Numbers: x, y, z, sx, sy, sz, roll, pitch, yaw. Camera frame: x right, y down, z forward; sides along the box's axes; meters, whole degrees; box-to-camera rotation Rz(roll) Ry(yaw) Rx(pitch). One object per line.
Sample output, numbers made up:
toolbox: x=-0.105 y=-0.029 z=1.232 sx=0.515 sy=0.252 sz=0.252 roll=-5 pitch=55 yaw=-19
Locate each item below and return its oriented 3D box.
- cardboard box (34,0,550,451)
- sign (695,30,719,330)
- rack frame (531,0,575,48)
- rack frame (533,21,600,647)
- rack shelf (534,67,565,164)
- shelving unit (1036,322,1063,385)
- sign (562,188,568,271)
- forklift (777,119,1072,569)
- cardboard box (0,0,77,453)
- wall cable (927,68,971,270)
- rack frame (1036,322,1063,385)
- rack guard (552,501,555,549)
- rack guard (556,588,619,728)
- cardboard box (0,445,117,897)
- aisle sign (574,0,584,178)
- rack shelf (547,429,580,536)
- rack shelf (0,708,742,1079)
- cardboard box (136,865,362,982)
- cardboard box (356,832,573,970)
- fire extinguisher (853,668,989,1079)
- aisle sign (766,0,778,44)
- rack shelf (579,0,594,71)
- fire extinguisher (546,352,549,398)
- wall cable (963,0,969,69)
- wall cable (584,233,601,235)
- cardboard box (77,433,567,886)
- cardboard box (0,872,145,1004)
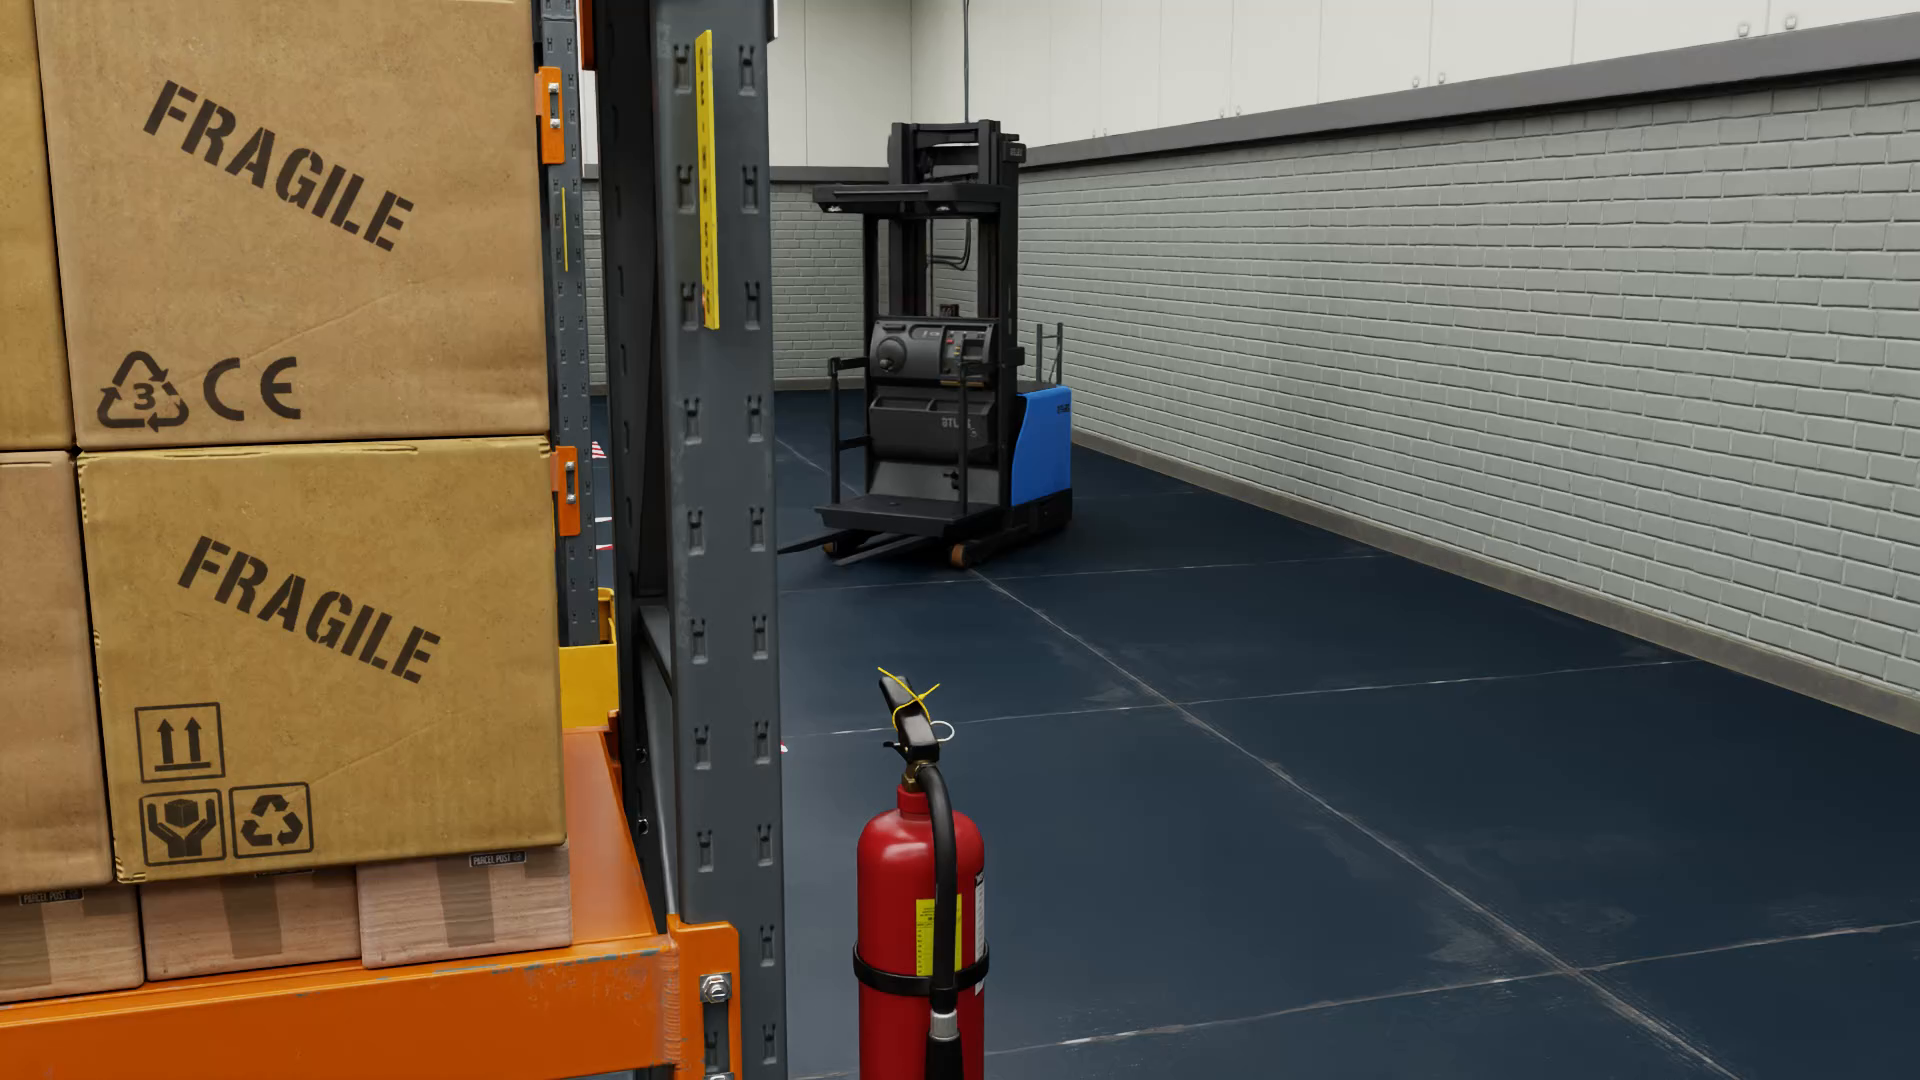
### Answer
cardboard box: x=-0.793 y=-0.398 z=2.062 sx=0.500 sy=0.500 sz=0.500 roll=-3 pitch=11 yaw=-17
sign: x=-0.287 y=-0.404 z=1.887 sx=0.005 sy=0.325 sz=0.100 roll=-3 pitch=11 yaw=-16
rack frame: x=-1.712 y=-3.595 z=6.718 sx=0.127 sy=3.000 sz=1.000 roll=-3 pitch=11 yaw=-16
rack frame: x=-1.712 y=-0.644 z=7.261 sx=0.127 sy=3.000 sz=1.000 roll=-3 pitch=11 yaw=-16
rack shelf: x=-3.632 y=-1.664 z=6.505 sx=4.000 sy=0.370 sz=1.077 roll=-3 pitch=11 yaw=-16
shelving unit: x=0.219 y=-0.965 z=13.112 sx=1.048 sy=1.500 sz=0.538 roll=4 pitch=10 yaw=23
sign: x=-1.574 y=-1.235 z=6.618 sx=0.005 sy=0.325 sz=0.100 roll=-3 pitch=11 yaw=-16
forklift: x=-0.294 y=-1.341 z=11.238 sx=1.130 sy=2.935 sz=3.031 roll=5 pitch=12 yaw=27
cardboard box: x=-1.279 y=-0.372 z=1.923 sx=0.500 sy=0.500 sz=0.500 roll=-3 pitch=11 yaw=-18
wall cable: x=-0.335 y=-4.875 z=22.248 sx=0.112 sy=2.526 sz=3.097 roll=-3 pitch=11 yaw=-16
rack frame: x=0.687 y=-0.929 z=12.916 sx=0.032 sy=1.500 sz=0.500 roll=4 pitch=10 yaw=23
rack guard: x=-3.077 y=-0.279 z=12.183 sx=0.348 sy=0.500 sz=1.175 roll=-3 pitch=11 yaw=-16
rack guard: x=-1.689 y=0.584 z=7.494 sx=0.348 sy=0.500 sz=1.175 roll=-3 pitch=11 yaw=-16
cardboard box: x=-1.278 y=0.120 z=2.010 sx=0.500 sy=0.500 sz=0.500 roll=-3 pitch=11 yaw=-17
aisle sign: x=-1.559 y=-1.874 z=6.762 sx=0.004 sy=0.787 sz=0.394 roll=-3 pitch=11 yaw=-16
rack shelf: x=-3.632 y=-0.189 z=6.776 sx=4.000 sy=0.370 sz=1.077 roll=-3 pitch=11 yaw=-16
rack shelf: x=-2.343 y=0.678 z=2.065 sx=4.000 sy=0.370 sz=1.077 roll=-3 pitch=11 yaw=-16
cardboard box: x=-0.906 y=0.418 z=2.183 sx=0.250 sy=0.149 sz=0.380 roll=-3 pitch=11 yaw=-16
cardboard box: x=-0.657 y=0.412 z=2.216 sx=0.250 sy=0.149 sz=0.380 roll=-3 pitch=11 yaw=-16
fire extinguisher: x=-0.052 y=0.512 z=2.224 sx=0.183 sy=0.674 sz=0.296 roll=-3 pitch=11 yaw=-16
aisle sign: x=-0.269 y=-1.007 z=2.051 sx=0.004 sy=0.787 sz=0.394 roll=-3 pitch=11 yaw=-16
rack shelf: x=-2.343 y=-0.797 z=1.793 sx=4.000 sy=0.370 sz=1.077 roll=-3 pitch=11 yaw=-16
fire extinguisher: x=-2.825 y=-1.212 z=11.591 sx=0.183 sy=0.674 sz=0.296 roll=-3 pitch=11 yaw=-16
wall cable: x=0.421 y=-6.888 z=19.236 sx=0.112 sy=2.526 sz=3.097 roll=-3 pitch=11 yaw=-16
wall cable: x=-4.901 y=-3.956 z=22.446 sx=1.851 sy=1.984 sz=0.084 roll=-3 pitch=11 yaw=-16
cardboard box: x=-0.782 y=0.095 z=2.147 sx=0.500 sy=0.500 sz=0.500 roll=-3 pitch=11 yaw=-15
cardboard box: x=-1.143 y=0.434 z=2.100 sx=0.250 sy=0.149 sz=0.380 roll=-3 pitch=11 yaw=-17
